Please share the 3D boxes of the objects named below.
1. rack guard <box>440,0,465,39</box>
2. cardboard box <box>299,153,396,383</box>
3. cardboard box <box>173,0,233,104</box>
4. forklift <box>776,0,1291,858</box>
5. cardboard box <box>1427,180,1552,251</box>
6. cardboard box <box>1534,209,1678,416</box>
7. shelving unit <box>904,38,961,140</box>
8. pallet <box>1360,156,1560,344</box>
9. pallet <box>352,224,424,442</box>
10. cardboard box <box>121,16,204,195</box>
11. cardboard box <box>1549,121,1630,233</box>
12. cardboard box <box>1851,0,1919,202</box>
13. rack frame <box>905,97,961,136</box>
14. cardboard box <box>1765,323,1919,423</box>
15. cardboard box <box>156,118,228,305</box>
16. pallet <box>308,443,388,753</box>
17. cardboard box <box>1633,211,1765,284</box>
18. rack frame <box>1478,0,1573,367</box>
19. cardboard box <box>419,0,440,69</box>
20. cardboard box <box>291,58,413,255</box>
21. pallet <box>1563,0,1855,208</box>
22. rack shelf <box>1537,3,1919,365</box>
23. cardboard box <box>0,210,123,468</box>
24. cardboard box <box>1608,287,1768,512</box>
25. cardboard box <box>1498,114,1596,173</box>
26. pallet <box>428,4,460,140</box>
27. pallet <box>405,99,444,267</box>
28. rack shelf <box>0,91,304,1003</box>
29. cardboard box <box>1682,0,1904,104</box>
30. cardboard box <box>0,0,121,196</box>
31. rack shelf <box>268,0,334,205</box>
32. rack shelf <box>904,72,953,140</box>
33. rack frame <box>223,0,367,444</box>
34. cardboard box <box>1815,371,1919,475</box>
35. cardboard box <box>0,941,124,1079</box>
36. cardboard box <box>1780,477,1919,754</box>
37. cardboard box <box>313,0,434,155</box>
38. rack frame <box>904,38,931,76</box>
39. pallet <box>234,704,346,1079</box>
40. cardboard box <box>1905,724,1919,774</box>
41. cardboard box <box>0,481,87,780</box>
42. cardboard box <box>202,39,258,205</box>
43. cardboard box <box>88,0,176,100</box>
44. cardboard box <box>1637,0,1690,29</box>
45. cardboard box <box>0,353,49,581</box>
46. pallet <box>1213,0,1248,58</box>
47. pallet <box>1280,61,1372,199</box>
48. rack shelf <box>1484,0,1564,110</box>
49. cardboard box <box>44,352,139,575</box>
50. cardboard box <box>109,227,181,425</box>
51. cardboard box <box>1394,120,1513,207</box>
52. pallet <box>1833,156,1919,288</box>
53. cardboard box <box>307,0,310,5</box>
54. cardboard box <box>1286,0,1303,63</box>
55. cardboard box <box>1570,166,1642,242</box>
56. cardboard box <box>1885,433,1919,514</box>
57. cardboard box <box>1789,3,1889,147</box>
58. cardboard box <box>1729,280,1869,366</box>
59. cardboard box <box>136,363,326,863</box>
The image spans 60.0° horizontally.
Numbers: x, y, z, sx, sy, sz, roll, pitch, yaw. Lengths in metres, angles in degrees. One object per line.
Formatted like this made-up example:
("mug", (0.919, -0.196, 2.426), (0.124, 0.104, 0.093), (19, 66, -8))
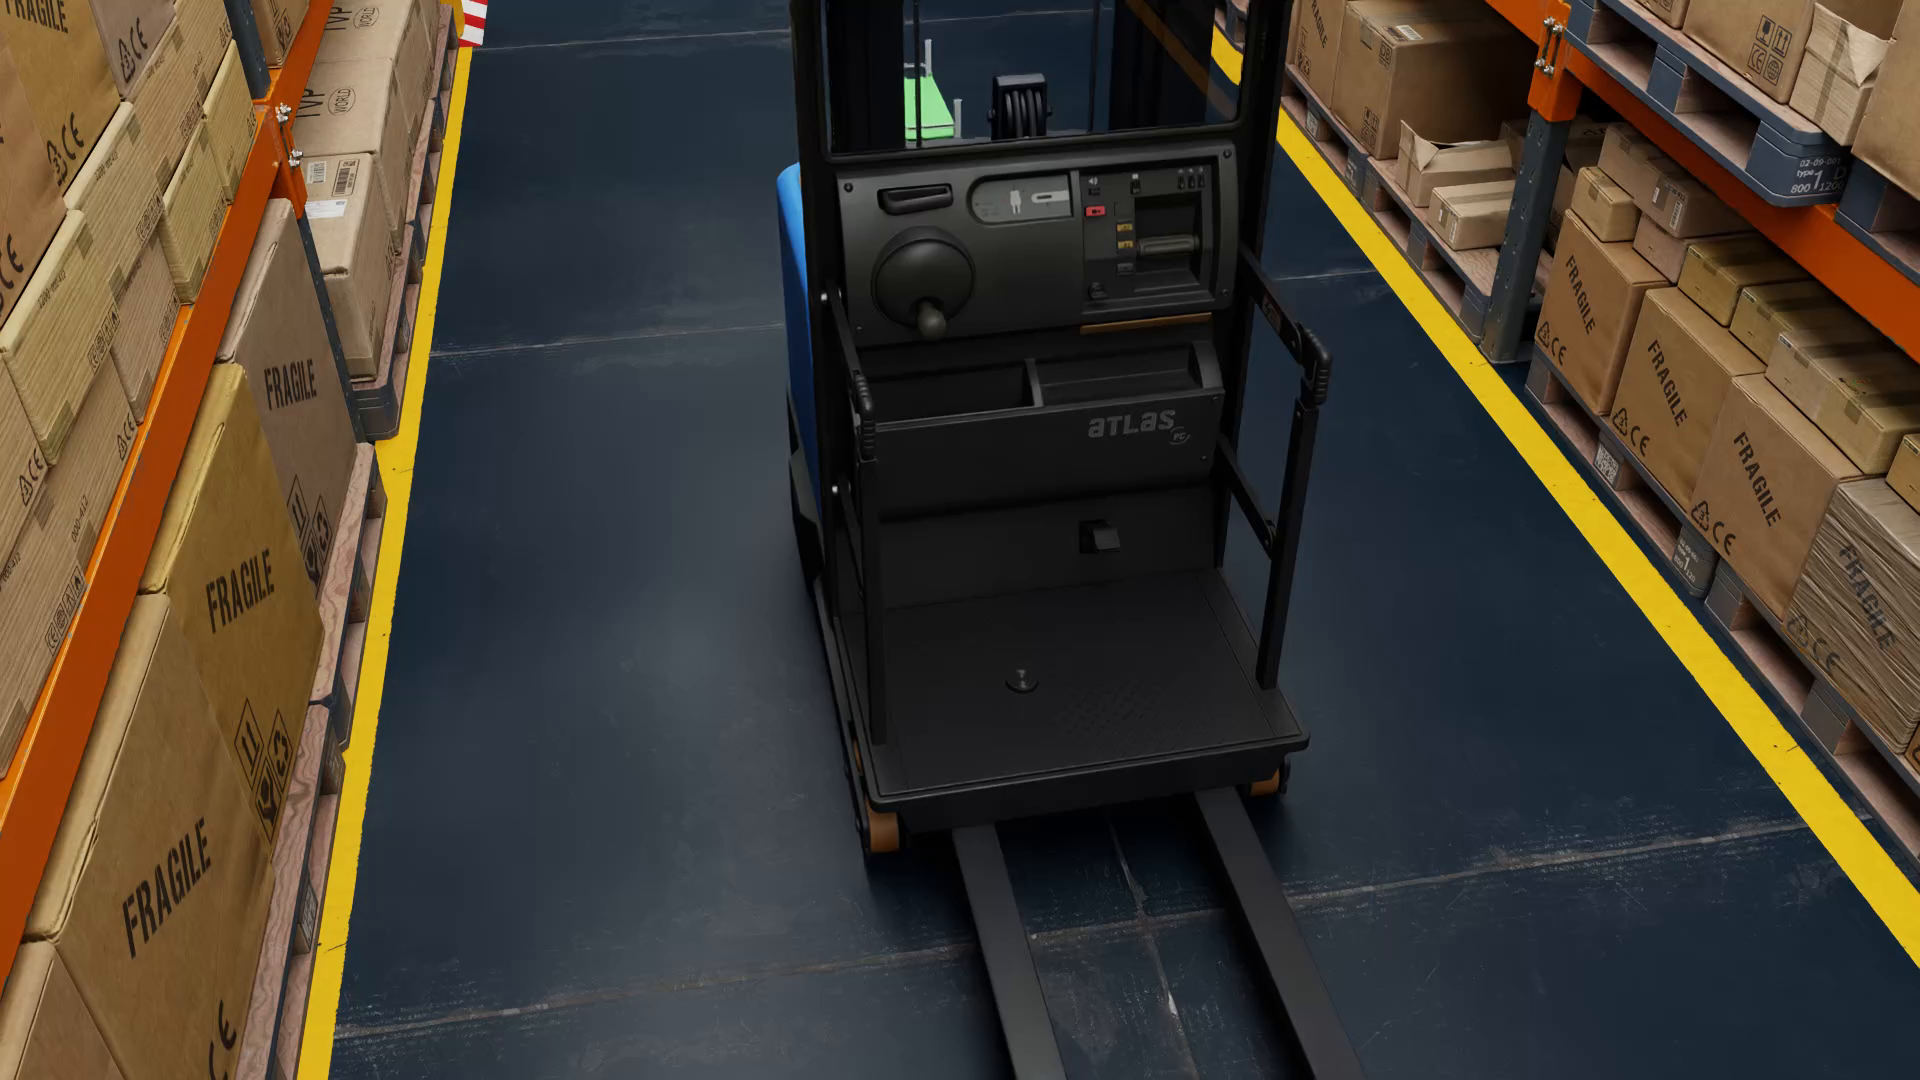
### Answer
("rack guard", (-3.171, -2.815, 8.465), (1.175, 0.500, 0.348), (-6, 38, -8))
("cardboard box", (-2.470, -0.916, 5.730), (0.875, 0.438, 0.875), (-7, 38, -9))
("cardboard box", (-2.149, -1.269, 4.154), (0.500, 0.250, 0.500), (-6, 38, -8))
("forklift", (0.233, -0.612, 3.649), (1.130, 2.935, 3.031), (-7, 38, -9))
("cardboard box", (2.034, -1.252, 6.398), (0.380, 0.149, 0.250), (-7, 38, -9))
("cardboard box", (2.284, -0.770, 5.491), (0.500, 0.500, 0.500), (-5, 38, -6))
("shelving unit", (-0.165, -0.989, 5.546), (0.258, 1.200, 0.503), (-7, 38, -9))
("pallet", (2.301, -1.221, 6.650), (1.003, 0.211, 1.213), (-6, 38, -8))
("pallet", (-2.522, -0.738, 6.028), (1.003, 0.211, 1.213), (-6, 38, -8))
("cardboard box", (-2.054, -0.968, 3.766), (0.500, 0.250, 0.500), (-5, 38, -7))
("cardboard box", (2.537, -1.436, 6.503), (0.500, 0.311, 0.500), (-5, 38, -6))
("cardboard box", (2.513, -1.010, 3.681), (0.700, 0.500, 0.500), (-6, 38, -8))
("rack frame", (-0.117, -0.843, 5.357), (0.240, 1.200, 0.015), (-7, 38, -9))
("cardboard box", (2.471, -0.465, 4.570), (0.380, 0.149, 0.250), (-6, 38, -8))
("cardboard box", (-2.051, -0.760, 3.906), (0.500, 0.250, 0.500), (-7, 38, -9))
("pallet", (-2.256, 0.188, 4.836), (1.003, 0.211, 1.213), (-6, 38, -8))
("cardboard box", (2.346, -0.938, 5.179), (0.380, 0.149, 0.250), (-7, 38, -9))
("rack frame", (2.420, -1.907, 5.260), (1.000, 3.000, 0.127), (-6, 38, -8))
("cardboard box", (-2.953, -2.553, 7.838), (0.875, 0.438, 0.875), (-7, 38, -9))
("cardboard box", (-2.628, -1.457, 6.426), (0.875, 0.438, 0.875), (-7, 38, -9))
("pallet", (2.453, -1.337, 4.683), (1.003, 0.211, 1.213), (-6, 38, -8))
("rack shelf", (2.771, -0.415, 3.926), (1.077, 0.370, 4.000), (-6, 38, -8))
("cardboard box", (-1.851, -0.348, 2.968), (0.500, 0.250, 0.500), (-6, 38, -7))
("cardboard box", (2.387, -0.449, 5.078), (0.500, 0.500, 0.500), (-7, 38, -9))
("cardboard box", (2.461, -1.634, 6.889), (0.380, 0.149, 0.250), (-7, 38, -9))
("pallet", (-2.950, -2.211, 7.925), (1.003, 0.211, 1.213), (-6, 38, -8))
("pallet", (-2.739, -1.476, 6.978), (1.003, 0.211, 1.213), (-6, 38, -8))
("rack shelf", (-2.115, 0.121, 3.236), (1.077, 0.370, 4.000), (-6, 38, -8))
("cardboard box", (2.376, -1.484, 4.291), (0.700, 0.500, 0.500), (-6, 38, -7))
("cardboard box", (-1.973, -0.943, 3.122), (0.500, 0.500, 0.500), (-5, 38, -7))
("rack shelf", (-2.816, -2.295, 6.346), (1.077, 0.370, 4.000), (-6, 38, -8))
("rack shelf", (-0.165, -1.318, 5.290), (0.258, 0.148, 0.480), (-7, 38, -9))
("rack frame", (-2.466, -1.371, 4.570), (1.000, 3.000, 0.127), (-6, 38, -8))
("cardboard box", (2.512, -0.315, 4.377), (0.380, 0.149, 0.250), (-5, 38, -6))
("cardboard box", (-1.804, 1.292, 2.532), (0.875, 0.875, 0.875), (-7, 38, -8))
("cardboard box", (2.555, 0.167, 4.286), (0.500, 0.500, 0.500), (-8, 38, -10))
("cardboard box", (-2.784, -2.001, 7.127), (0.875, 0.438, 0.875), (-5, 38, -7))
("rack frame", (-0.213, -1.136, 5.734), (0.240, 1.200, 0.015), (-7, 38, -9))
("pallet", (-2.039, 0.926, 3.886), (1.003, 0.211, 1.213), (-6, 38, -8))
("cardboard box", (2.664, 0.478, 3.884), (0.500, 0.500, 0.500), (-5, 38, -6))
("cardboard box", (-1.796, 0.156, 2.727), (0.500, 0.250, 0.500), (-5, 38, -6))
("cardboard box", (-2.139, -1.068, 4.302), (0.500, 0.250, 0.500), (-7, 38, -9))
("cardboard box", (-2.042, -1.251, 3.519), (0.500, 0.500, 0.500), (-6, 38, -7))
("cardboard box", (2.285, -1.796, 4.694), (0.700, 0.500, 0.500), (-5, 38, -7))
("cardboard box", (-1.775, -0.041, 2.572), (0.500, 0.250, 0.500), (-6, 38, -8))
("pallet", (1.873, -2.695, 8.547), (1.003, 0.211, 1.213), (-6, 38, -8))
("pallet", (2.084, -1.959, 7.600), (1.003, 0.211, 1.213), (-6, 38, -8))
("rack shelf", (2.070, -2.831, 7.036), (1.077, 0.370, 4.000), (-6, 38, -8))
("cardboard box", (-1.886, -0.142, 3.110), (0.500, 0.250, 0.500), (-6, 38, -8))
("cardboard box", (-1.981, -0.454, 3.511), (0.500, 0.250, 0.500), (-7, 38, -9))
("cardboard box", (1.971, -1.514, 6.640), (0.396, 0.266, 0.258), (-5, 38, -6))
("pallet", (2.776, -0.590, 3.720), (1.003, 0.211, 1.213), (-6, 38, -8))
("cardboard box", (-2.374, -2.027, 5.332), (0.500, 0.500, 0.500), (-6, 38, -8))
("cardboard box", (1.845, -2.602, 7.849), (0.700, 0.500, 0.500), (-5, 38, -6))
("cardboard box", (2.221, -1.097, 5.383), (0.380, 0.149, 0.250), (-5, 38, -6))
("cardboard box", (2.588, -0.155, 4.171), (0.380, 0.149, 0.250), (-6, 38, -8))
("cardboard box", (2.286, -1.140, 4.039), (0.396, 0.266, 0.258), (-4, 38, -6))
("cardboard box", (2.464, -0.620, 4.770), (0.380, 0.149, 0.250), (-7, 38, -9))
("cardboard box", (-2.112, 0.213, 3.921), (0.875, 0.875, 0.875), (-5, 38, -7))
